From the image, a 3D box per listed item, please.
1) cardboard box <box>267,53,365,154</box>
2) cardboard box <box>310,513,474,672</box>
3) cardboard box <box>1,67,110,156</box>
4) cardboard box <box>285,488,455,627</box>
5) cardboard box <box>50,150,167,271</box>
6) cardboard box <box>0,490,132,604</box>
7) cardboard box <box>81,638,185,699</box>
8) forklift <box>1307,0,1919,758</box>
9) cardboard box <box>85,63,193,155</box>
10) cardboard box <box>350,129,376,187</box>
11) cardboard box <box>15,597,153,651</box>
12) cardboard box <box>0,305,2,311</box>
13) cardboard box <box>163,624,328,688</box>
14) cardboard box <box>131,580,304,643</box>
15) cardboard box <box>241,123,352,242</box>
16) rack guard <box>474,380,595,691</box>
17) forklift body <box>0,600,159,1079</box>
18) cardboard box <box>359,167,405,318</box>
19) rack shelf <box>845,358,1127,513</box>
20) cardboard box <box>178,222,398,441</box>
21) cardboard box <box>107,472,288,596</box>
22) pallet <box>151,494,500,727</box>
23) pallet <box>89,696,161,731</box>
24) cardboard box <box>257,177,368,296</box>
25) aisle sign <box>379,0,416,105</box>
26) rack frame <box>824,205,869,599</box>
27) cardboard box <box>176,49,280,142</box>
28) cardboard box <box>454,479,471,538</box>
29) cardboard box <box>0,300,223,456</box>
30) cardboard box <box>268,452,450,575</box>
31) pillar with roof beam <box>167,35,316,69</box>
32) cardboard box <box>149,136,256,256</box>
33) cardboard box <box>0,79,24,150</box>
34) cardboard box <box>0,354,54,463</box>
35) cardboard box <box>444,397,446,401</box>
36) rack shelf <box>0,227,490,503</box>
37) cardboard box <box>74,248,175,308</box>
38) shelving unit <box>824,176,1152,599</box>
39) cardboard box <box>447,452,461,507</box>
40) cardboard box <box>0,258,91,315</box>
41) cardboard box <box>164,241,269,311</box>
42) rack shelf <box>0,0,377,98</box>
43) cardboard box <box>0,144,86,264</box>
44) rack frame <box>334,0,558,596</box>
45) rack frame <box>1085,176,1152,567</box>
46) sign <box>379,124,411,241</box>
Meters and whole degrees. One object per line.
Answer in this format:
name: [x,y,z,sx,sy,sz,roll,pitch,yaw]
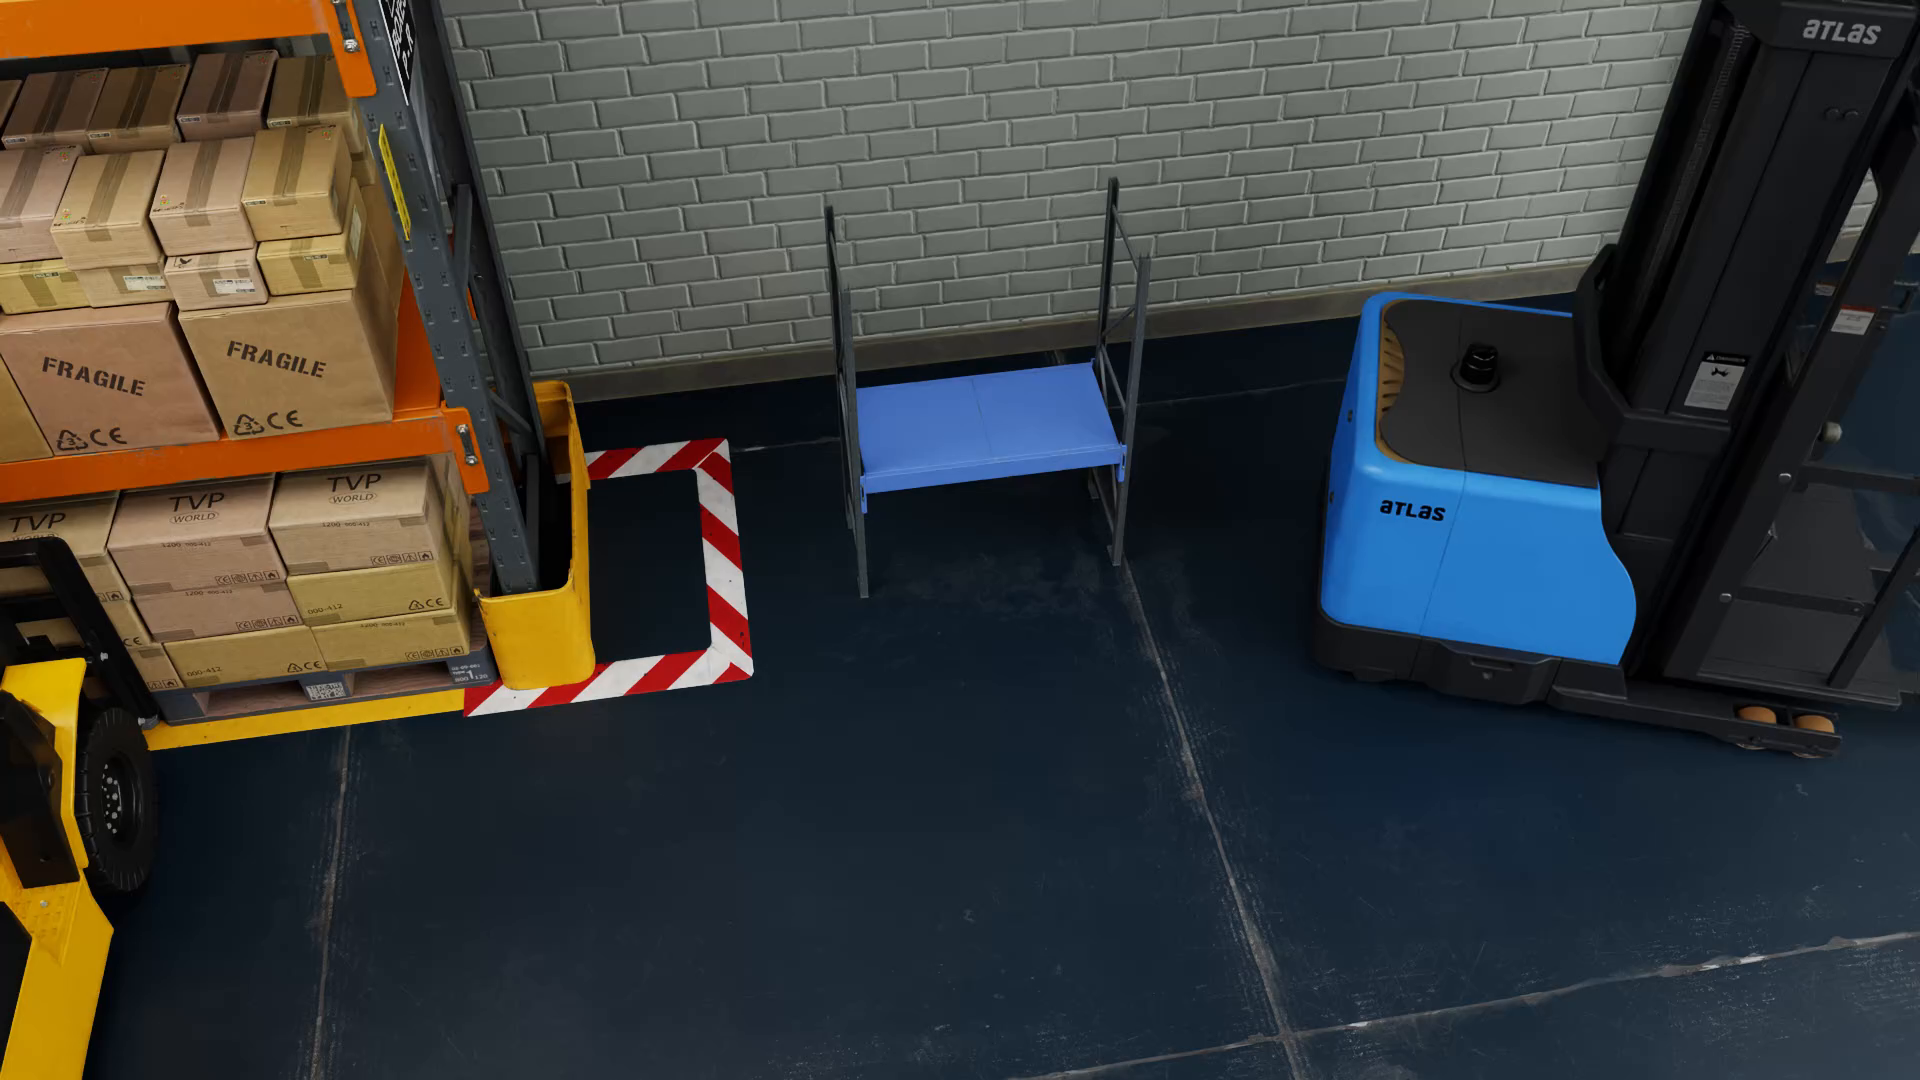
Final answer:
cardboard box: [-2.030,-1.377,5.267,0.250,0.149,0.380,-8,47,-8]
cardboard box: [-2.071,0.187,6.105,0.500,0.250,0.500,-7,46,-7]
cardboard box: [-2.797,-1.306,5.199,0.250,0.149,0.380,-7,46,-7]
cardboard box: [-2.088,0.013,5.925,0.500,0.250,0.500,-8,47,-7]
cardboard box: [-2.470,-0.969,4.875,0.250,0.149,0.380,-6,46,-6]
cardboard box: [-3.060,-0.028,5.618,0.500,0.250,0.500,-7,46,-6]
cardboard box: [-3.057,0.296,6.000,0.500,0.250,0.500,-7,46,-6]
forklift: [2.878,-0.651,5.342,3.031,2.935,1.130,8,47,8]
cardboard box: [-2.551,-1.326,5.218,0.250,0.149,0.380,-6,46,-6]
cardboard box: [-2.041,-1.306,5.405,0.250,0.149,0.380,-8,47,-8]
cardboard box: [-3.090,0.145,5.798,0.500,0.250,0.500,-8,47,-8]
cardboard box: [-2.970,-0.792,4.911,0.250,0.149,0.380,-8,47,-8]
cardboard box: [-2.563,0.241,6.053,0.500,0.250,0.500,-7,46,-7]
cardboard box: [-2.584,0.067,5.873,0.500,0.250,0.500,-8,47,-7]
cardboard box: [-1.979,-1.073,4.975,0.250,0.149,0.380,-7,46,-7]
rack guard: [-1.638,-0.039,6.441,0.348,0.500,1.175,-7,46,-7]
forklift body: [-3.220,0.918,4.372,1.214,2.155,2.313,-7,46,-7]
cardboard box: [-2.198,-1.075,5.633,0.500,0.500,0.500,-6,46,-5]
rack shelf: [0.084,-0.406,6.350,1.000,0.185,0.538,-7,46,-7]
cardboard box: [-2.102,-0.692,5.264,0.500,0.500,0.500,-8,47,-8]
cardboard box: [-2.565,-0.097,5.684,0.500,0.250,0.500,-6,46,-6]
pallet: [-2.409,0.187,6.423,1.213,0.211,1.003,-7,46,-7]
pallet: [-3.608,0.335,6.281,1.213,0.211,1.003,-7,46,-7]
cardboard box: [-1.956,-0.922,5.036,0.250,0.149,0.380,-6,46,-6]
aisle sign: [-1.547,-1.605,4.408,0.004,0.787,0.394,-7,46,-7]
rack frame: [-0.417,-0.468,6.160,0.032,1.500,0.500,-7,46,-7]
cardboard box: [-2.302,-1.389,5.279,0.250,0.149,0.380,-6,46,-5]
cardboard box: [-2.179,-0.174,6.452,0.500,0.250,0.500,-7,46,-7]
cardboard box: [-2.615,-0.634,5.209,0.500,0.500,0.500,-6,46,-6]
cardboard box: [-2.063,-0.164,5.749,0.500,0.250,0.500,-6,46,-5]
pillar with roof beam: [-1.768,-0.484,0.968,0.400,9.000,9.100,-7,46,-7]
cardboard box: [-2.217,-1.021,4.924,0.250,0.149,0.380,-7,46,-7]
cardboard box: [-3.053,-1.256,5.151,0.250,0.149,0.380,-6,46,-6]
cardboard box: [-3.120,-0.571,5.148,0.500,0.500,0.500,-8,47,-8]
cardboard box: [-2.168,-0.518,6.089,0.500,0.250,0.500,-8,47,-7]
rack shelf: [-3.633,-0.408,5.560,4.000,0.370,1.077,-7,46,-7]
cardboard box: [-2.469,-0.881,4.996,0.250,0.149,0.380,-6,46,-6]
shelving unit: [0.084,-0.531,6.220,1.048,1.500,0.538,-7,46,-7]
cardboard box: [-2.161,-0.358,6.283,0.500,0.250,0.500,-6,46,-6]
cardboard box: [-2.715,-0.859,4.975,0.250,0.149,0.380,-7,47,-7]
cardboard box: [-2.203,-0.870,4.985,0.250,0.149,0.380,-6,46,-6]
rack shelf: [-3.633,-1.449,4.480,4.000,0.370,1.077,-7,46,-7]
cardboard box: [-2.728,-0.992,4.896,0.250,0.149,0.380,-7,46,-7]
rack frame: [-1.662,-0.904,5.538,0.127,3.000,1.000,-7,46,-7]
rack frame: [0.585,-0.593,6.280,0.032,1.500,0.500,-7,46,-7]
sign: [-1.583,-1.001,4.663,0.005,0.325,0.100,-7,46,-7]
